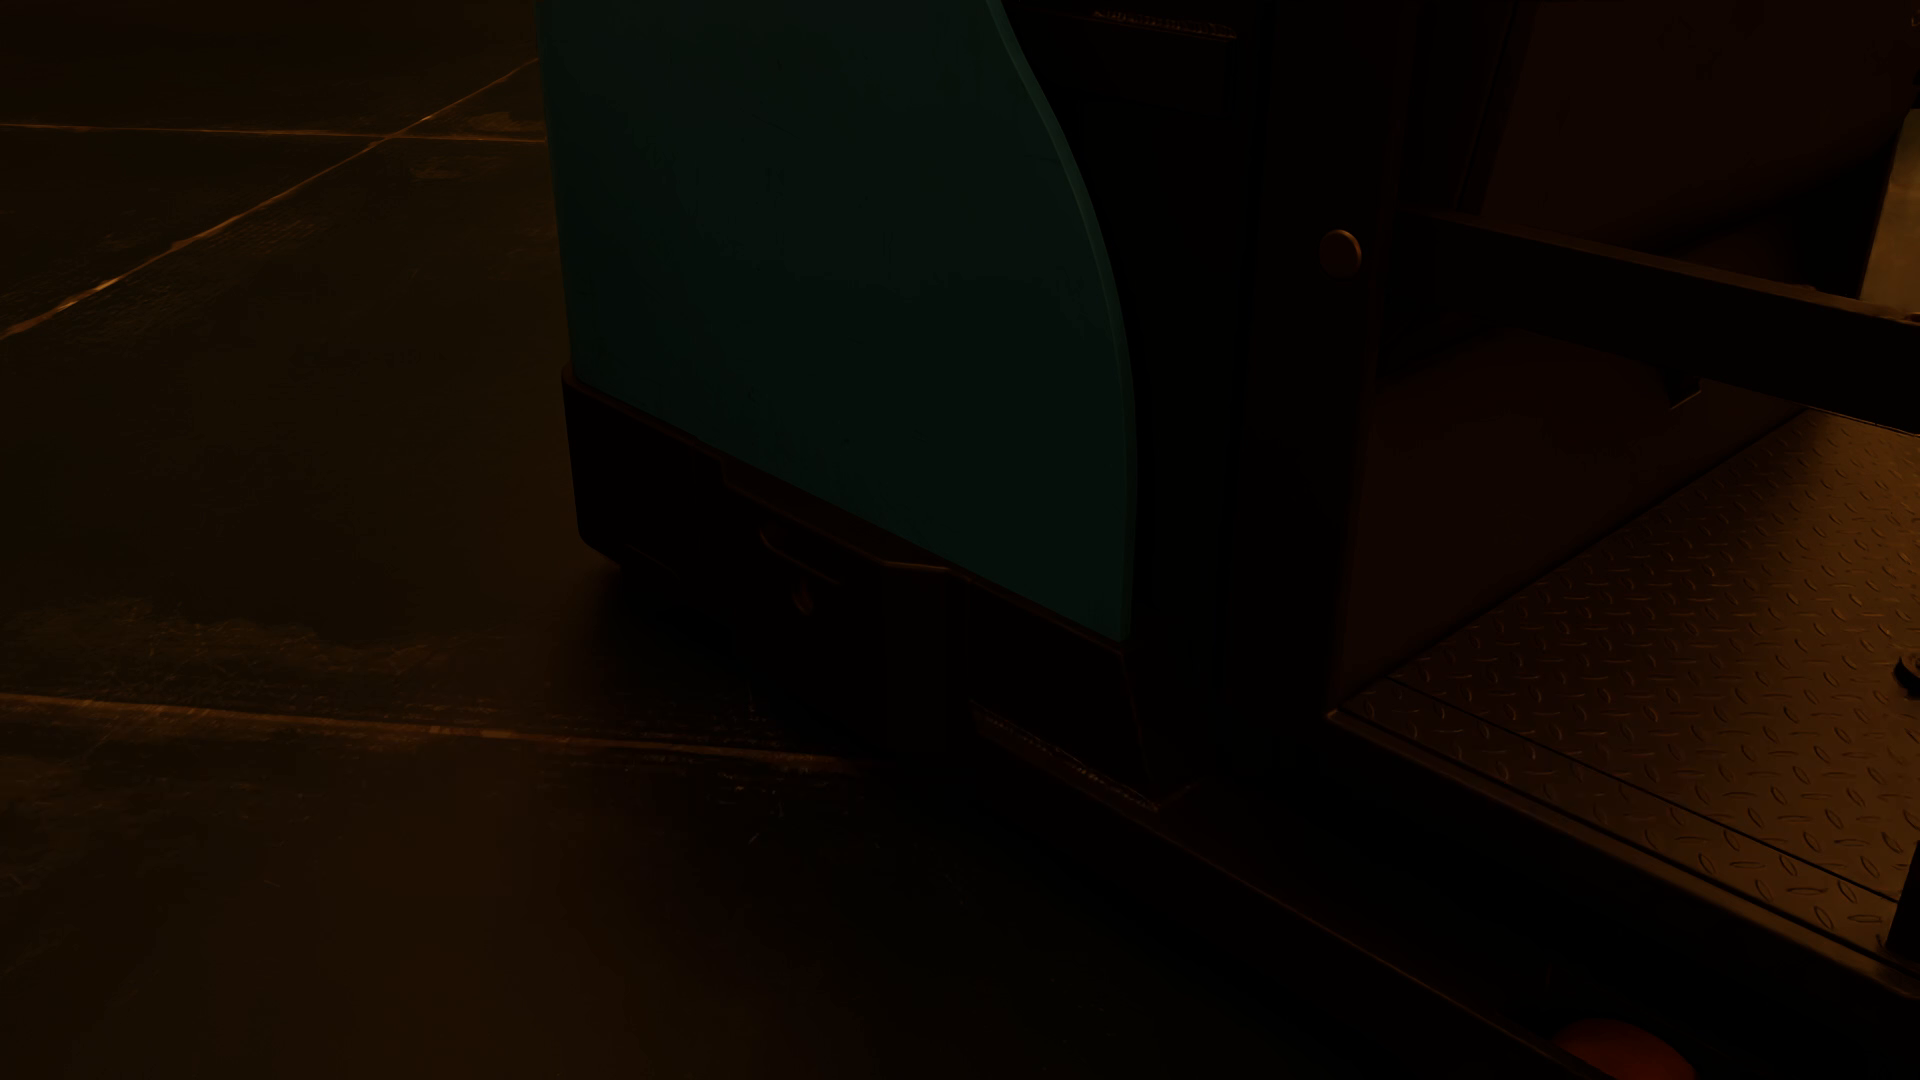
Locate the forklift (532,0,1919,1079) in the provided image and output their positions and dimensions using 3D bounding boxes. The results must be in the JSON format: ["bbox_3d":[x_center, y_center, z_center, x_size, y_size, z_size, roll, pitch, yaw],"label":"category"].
[{"bbox_3d":[0.836,-0.944,1.108,1.130,2.935,3.031,-23,35,-38],"label":"forklift"}]
